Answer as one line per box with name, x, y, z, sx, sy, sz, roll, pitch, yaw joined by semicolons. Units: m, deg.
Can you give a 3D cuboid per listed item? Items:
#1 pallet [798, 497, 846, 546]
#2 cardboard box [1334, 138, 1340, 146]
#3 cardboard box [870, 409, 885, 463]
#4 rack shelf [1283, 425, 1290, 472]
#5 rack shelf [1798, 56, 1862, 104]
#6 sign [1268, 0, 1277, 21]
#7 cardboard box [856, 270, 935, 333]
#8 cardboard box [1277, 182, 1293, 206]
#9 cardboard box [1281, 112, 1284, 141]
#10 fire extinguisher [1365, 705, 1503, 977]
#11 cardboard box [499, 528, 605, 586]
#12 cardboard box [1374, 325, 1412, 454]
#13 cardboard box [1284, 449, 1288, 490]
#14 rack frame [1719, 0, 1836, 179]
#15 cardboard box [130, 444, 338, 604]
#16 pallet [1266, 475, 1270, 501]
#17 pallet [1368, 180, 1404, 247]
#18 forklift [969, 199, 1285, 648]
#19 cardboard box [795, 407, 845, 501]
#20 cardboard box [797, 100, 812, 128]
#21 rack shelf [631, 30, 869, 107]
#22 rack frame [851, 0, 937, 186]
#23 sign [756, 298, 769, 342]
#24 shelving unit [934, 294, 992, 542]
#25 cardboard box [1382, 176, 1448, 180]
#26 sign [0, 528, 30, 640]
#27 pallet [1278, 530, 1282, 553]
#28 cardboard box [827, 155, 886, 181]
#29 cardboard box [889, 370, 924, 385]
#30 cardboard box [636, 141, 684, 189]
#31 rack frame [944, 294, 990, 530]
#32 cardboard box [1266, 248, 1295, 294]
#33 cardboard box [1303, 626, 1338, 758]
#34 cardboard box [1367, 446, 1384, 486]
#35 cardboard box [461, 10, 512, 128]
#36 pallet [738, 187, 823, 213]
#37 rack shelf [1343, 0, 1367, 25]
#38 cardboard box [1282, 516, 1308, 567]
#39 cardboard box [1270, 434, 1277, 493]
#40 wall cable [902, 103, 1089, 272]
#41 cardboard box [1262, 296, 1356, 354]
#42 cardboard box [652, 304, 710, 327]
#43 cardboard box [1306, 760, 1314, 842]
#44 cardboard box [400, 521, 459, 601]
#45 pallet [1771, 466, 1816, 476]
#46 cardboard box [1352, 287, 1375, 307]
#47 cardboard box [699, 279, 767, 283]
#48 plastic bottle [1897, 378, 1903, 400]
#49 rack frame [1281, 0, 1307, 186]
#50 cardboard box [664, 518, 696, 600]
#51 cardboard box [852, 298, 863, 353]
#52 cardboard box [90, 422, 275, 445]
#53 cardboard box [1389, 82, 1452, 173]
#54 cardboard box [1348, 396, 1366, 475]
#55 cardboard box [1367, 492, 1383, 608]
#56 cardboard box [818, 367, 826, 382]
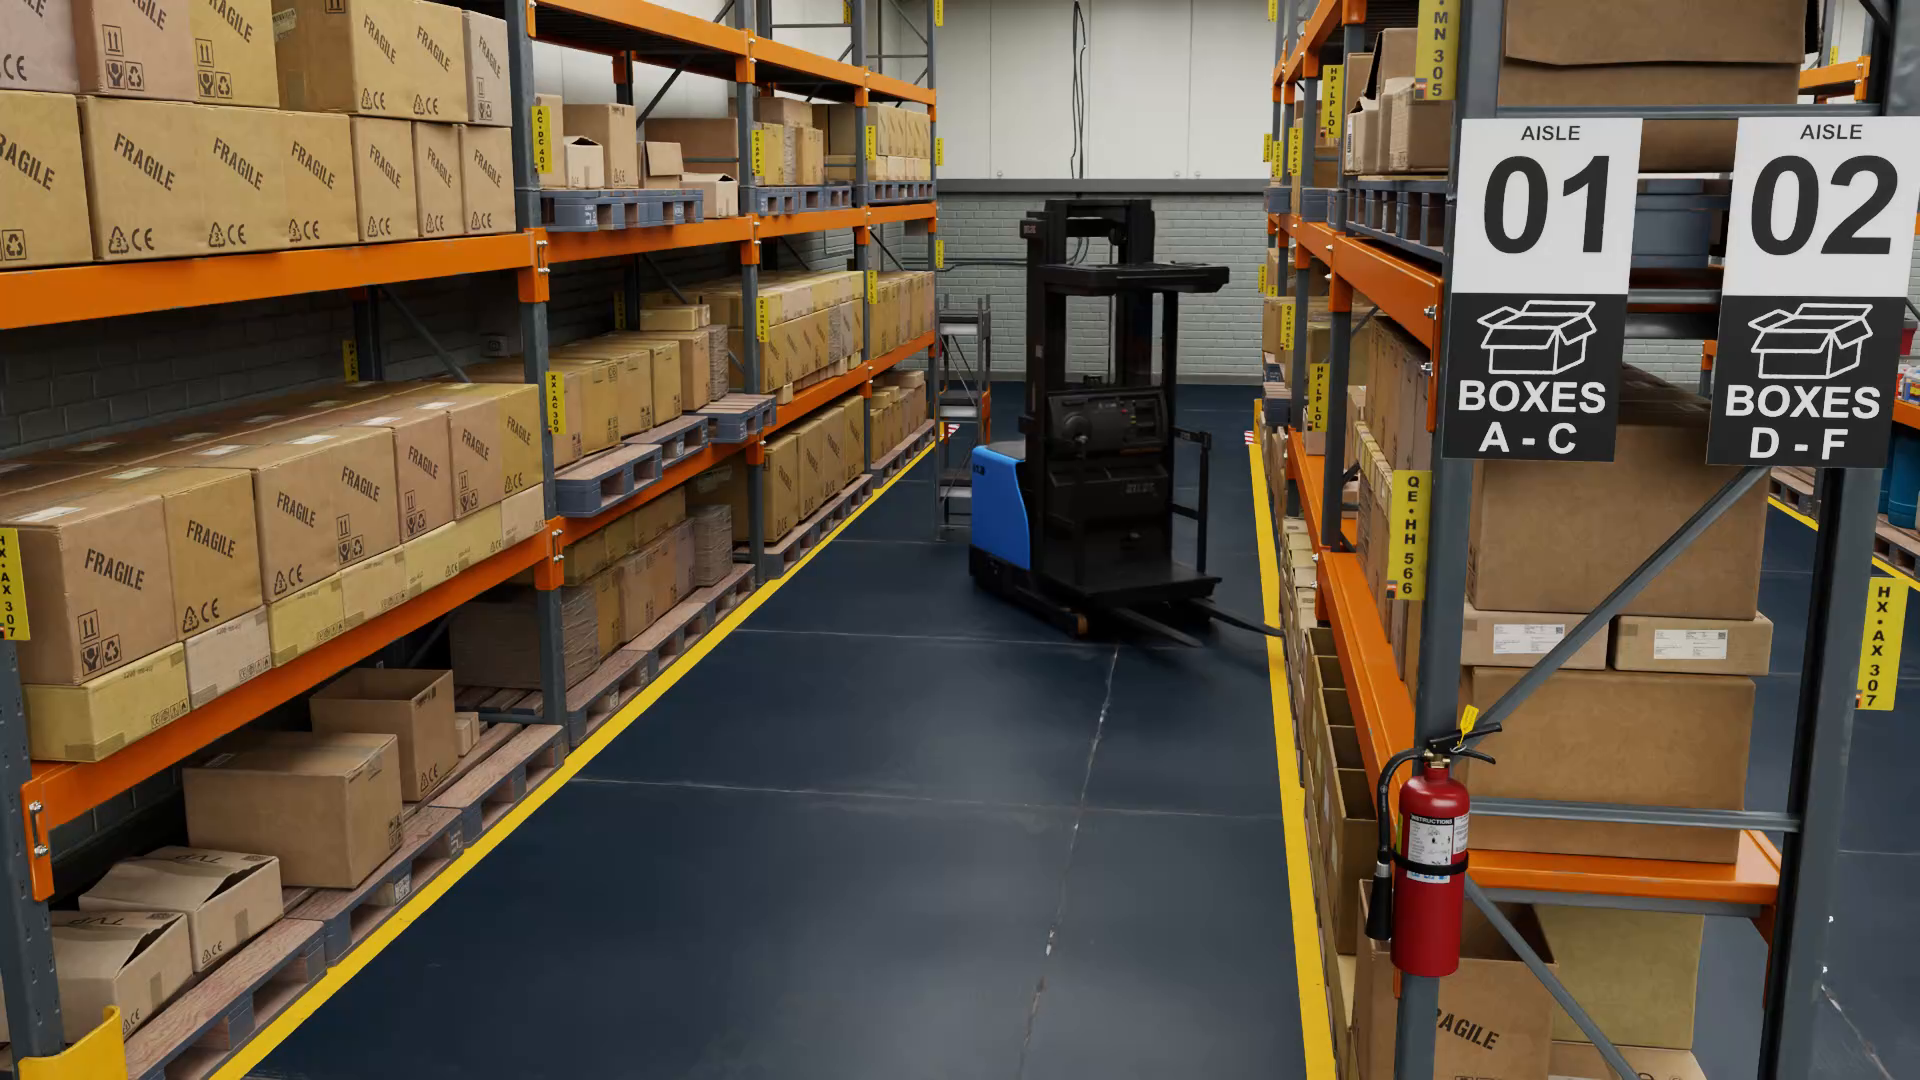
pallet;-1.631;-0.185;14.851;1.003;0.211;1.213;2;12;9
cardboard box;2.951;-3.068;11.879;0.500;0.500;0.500;2;12;9
cardboard box;-1.186;-1.102;17.422;0.700;0.500;0.500;2;12;9
rack shelf;3.186;-1.038;13.898;1.077;0.370;4.000;2;12;9
rack shelf;8.695;-4.447;16.424;1.077;0.370;4.000;2;12;9
sign;3.572;-6.084;18.961;0.100;0.325;0.005;2;12;9
cardboard box;-0.855;-2.839;19.834;0.980;0.700;0.700;2;12;11
cardboard box;3.305;-3.309;15.964;0.500;0.250;0.500;2;12;9
cardboard box;3.885;-4.434;18.217;0.700;0.500;0.500;2;12;9
fire extinguisher;1.171;0.739;4.127;0.296;0.674;0.183;2;12;9
cardboard box;-2.471;0.094;10.046;0.500;0.250;0.500;2;12;7
cardboard box;2.124;-0.626;6.962;0.700;0.500;0.500;2;12;9
cardboard box;2.795;-0.547;13.023;0.500;0.250;0.500;2;12;11
rack frame;9.002;-5.410;18.238;1.000;3.000;0.127;2;12;9
cardboard box;-2.706;-0.071;6.229;0.500;0.500;0.500;1;12;7
pallet;3.600;-0.586;16.712;1.003;0.211;1.213;2;12;9
pallet;1.967;-1.132;5.718;1.003;0.211;1.213;2;12;9
forklift;1.144;-0.868;11.565;1.130;2.935;3.031;-6;13;-24
cardboard box;-1.507;-0.796;15.172;0.750;0.750;0.750;2;12;10
cardboard box;-1.667;-3.884;15.214;0.500;0.250;0.500;3;12;13
rack shelf;-1.710;-3.935;14.050;1.077;0.370;4.000;2;12;9
rack frame;-0.787;-5.731;19.727;1.000;3.000;0.127;2;12;9
sign;-1.480;-1.645;12.446;0.100;0.325;0.005;2;12;9
shelving unit;0.025;-1.061;14.432;0.431;2.100;0.503;2;12;9
cardboard box;2.367;-1.867;8.276;0.500;0.250;0.500;3;13;15
sign;-2.711;0.126;4.732;0.100;0.325;0.005;2;12;9
pallet;3.220;-0.018;14.075;1.003;0.211;1.213;2;12;9
cardboard box;-1.035;-3.748;16.769;0.500;0.250;0.500;2;12;8
cardboard box;-0.635;-1.917;19.668;0.380;0.149;0.250;2;12;8
cardboard box;-2.308;-2.393;11.065;0.797;0.503;0.637;4;13;17
rack frame;0.063;-1.112;14.668;0.400;2.100;0.015;2;12;9
cardboard box;3.780;-3.093;19.113;0.500;0.500;0.500;2;12;10
cardboard box;1.882;0.718;7.793;0.500;0.500;0.500;2;12;9
cardboard box;1.915;-0.297;6.972;0.380;0.149;0.250;2;12;8
cardboard box;-2.441;-2.201;7.810;0.500;0.500;0.500;1;12;4
pallet;-1.802;-2.876;14.046;1.003;0.211;1.213;2;12;11
rack shelf;1.955;-2.110;5.581;1.077;0.370;4.000;2;12;9
cardboard box;2.507;-0.009;11.615;0.500;0.311;0.500;2;12;11
cardboard box;3.178;-0.707;15.541;0.500;0.500;0.500;1;12;6
wall cable;0.436;-5.379;25.464;3.097;2.526;0.112;2;12;9
cardboard box;3.199;-1.969;15.276;0.700;0.500;0.500;-2;12;-10
cardboard box;-2.041;-1.642;12.169;0.380;0.149;0.250;0;12;1
cardboard box;1.810;1.189;7.388;0.500;0.250;0.500;2;12;9
cardboard box;-2.553;0.080;7.311;0.500;0.250;0.500;2;12;8
pallet;8.647;-0.691;17.198;1.003;0.211;1.213;2;12;9
cardboard box;3.844;-2.433;16.052;0.500;0.500;0.500;2;12;10
cardboard box;-1.961;-2.127;14.473;0.500;0.250;0.500;2;12;7
plastic bottle;7.752;-1.248;13.635;0.097;0.201;0.097;0;12;0
rack frame;3.493;-4.739;15.123;1.000;3.000;0.127;2;12;9
cardboard box;-2.271;0.129;11.666;0.700;0.500;0.500;2;12;9
cardboard box;-1.224;-2.066;15.968;0.500;0.500;0.500;2;12;8
cardboard box;-3.145;-0.193;6.798;0.500;0.500;0.500;2;12;9
cardboard box;1.564;-1.223;4.956;0.500;0.250;0.500;2;12;9
cardboard box;2.555;-0.563;9.749;0.500;0.500;0.500;2;12;9
cardboard box;2.126;0.013;7.077;0.700;0.500;0.500;2;12;8
cardboard box;-1.413;-1.510;14.930;0.380;0.149;0.250;2;12;7
